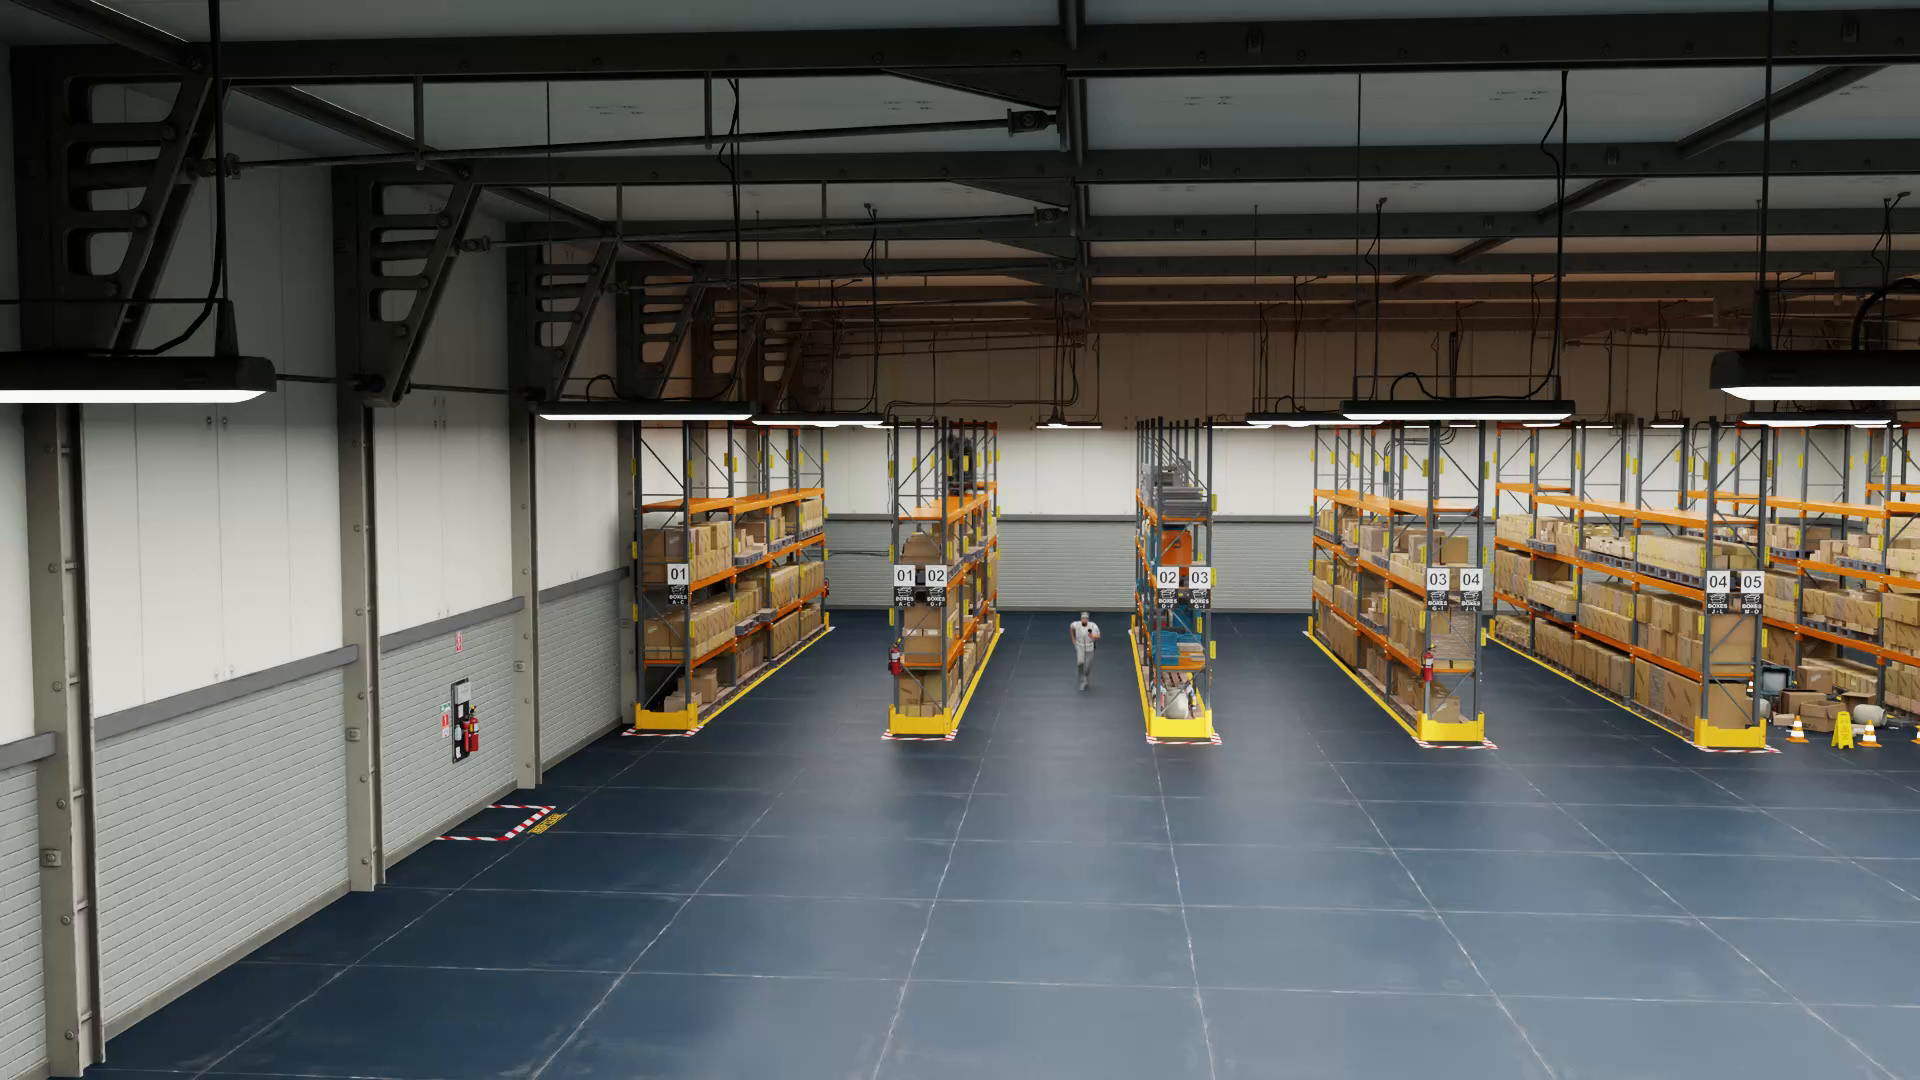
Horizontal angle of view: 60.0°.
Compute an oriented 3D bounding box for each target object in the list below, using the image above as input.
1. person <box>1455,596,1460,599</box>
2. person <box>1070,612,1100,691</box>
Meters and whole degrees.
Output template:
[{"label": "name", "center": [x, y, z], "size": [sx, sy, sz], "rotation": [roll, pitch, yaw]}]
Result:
[{"label": "person", "center": [13.810, 1.907, 46.188], "size": [0.645, 1.628, 0.627], "rotation": [2, 4, 25]}, {"label": "person", "center": [2.783, 2.454, 37.009], "size": [0.650, 1.784, 0.966], "rotation": [0, 4, 1]}]
